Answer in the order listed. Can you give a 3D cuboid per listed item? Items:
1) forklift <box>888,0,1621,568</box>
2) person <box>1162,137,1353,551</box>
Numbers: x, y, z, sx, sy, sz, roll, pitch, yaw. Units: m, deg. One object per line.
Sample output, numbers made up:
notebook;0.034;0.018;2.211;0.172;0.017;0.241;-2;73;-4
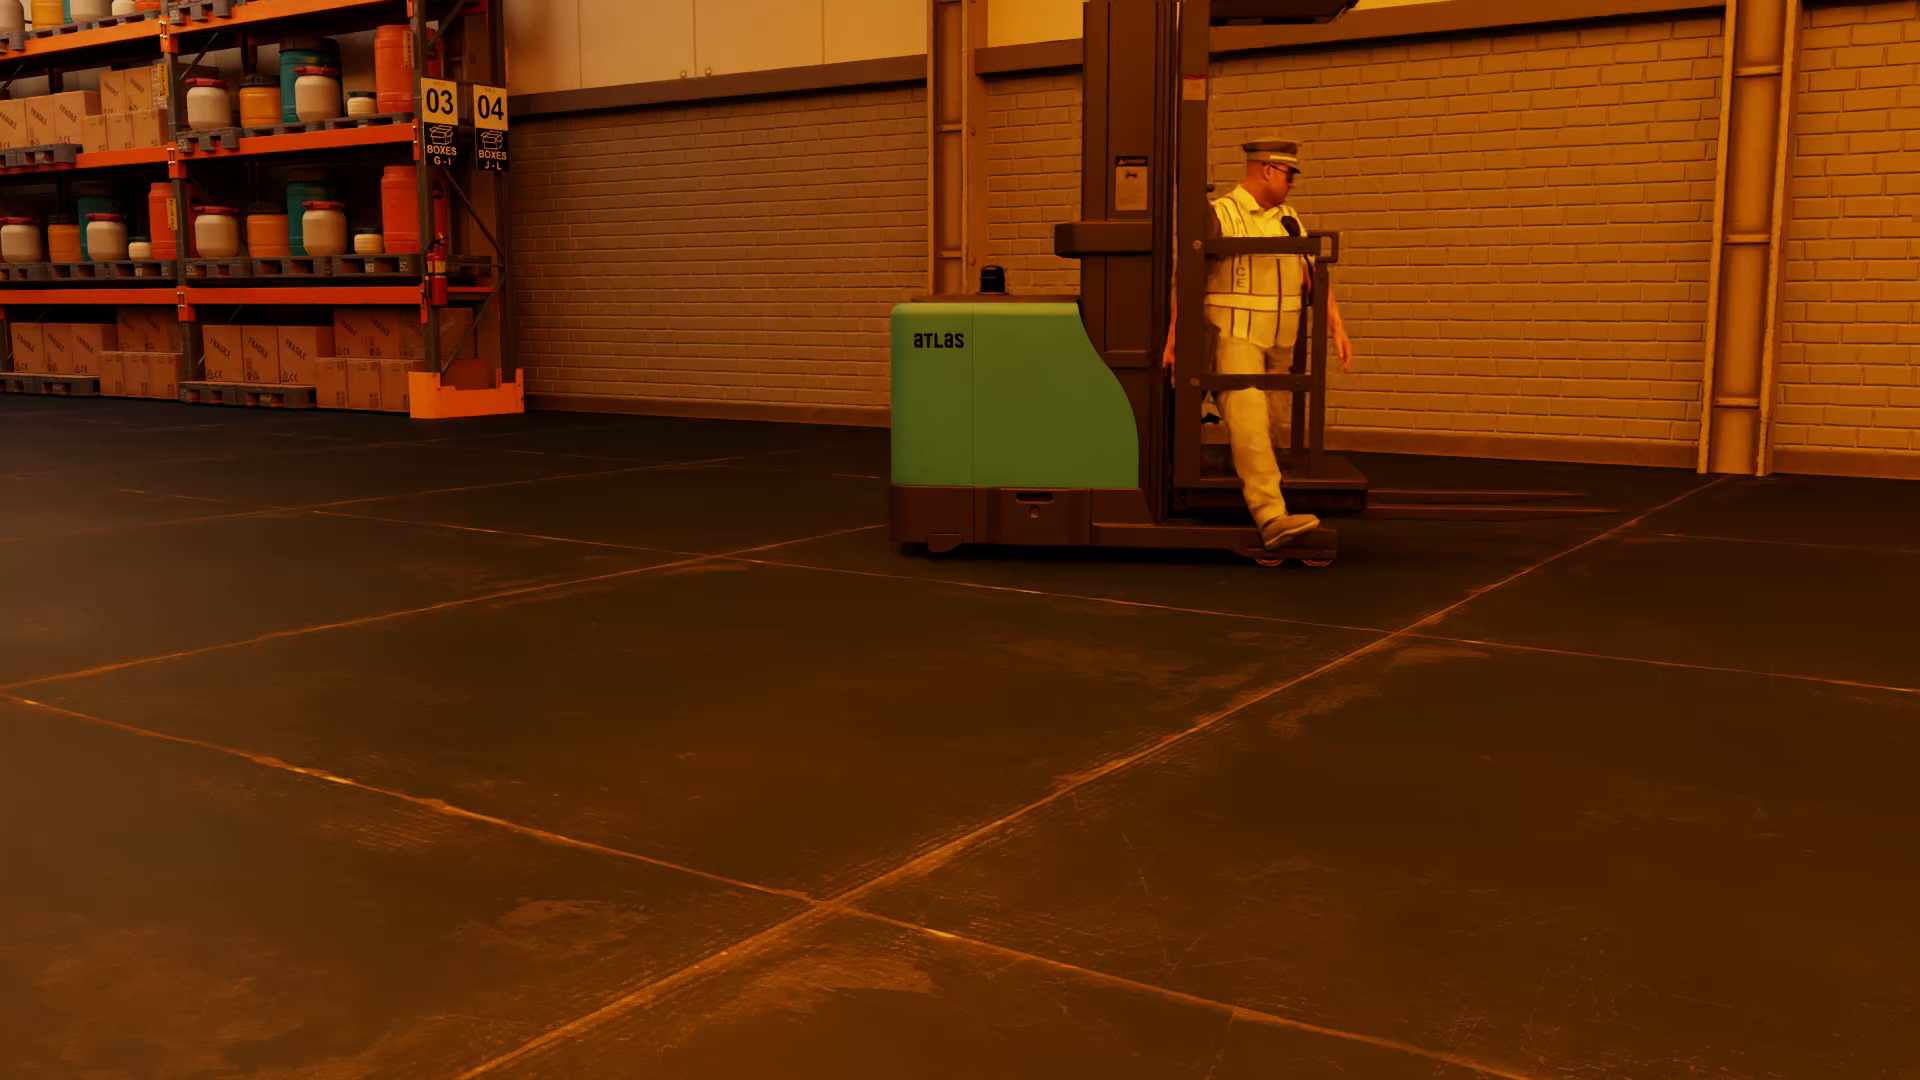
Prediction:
forklift;1.251;-1.418;7.162;3.031;2.935;1.130;1;8;7
person;1.249;-0.813;6.884;0.709;1.691;0.935;-5;10;-33
